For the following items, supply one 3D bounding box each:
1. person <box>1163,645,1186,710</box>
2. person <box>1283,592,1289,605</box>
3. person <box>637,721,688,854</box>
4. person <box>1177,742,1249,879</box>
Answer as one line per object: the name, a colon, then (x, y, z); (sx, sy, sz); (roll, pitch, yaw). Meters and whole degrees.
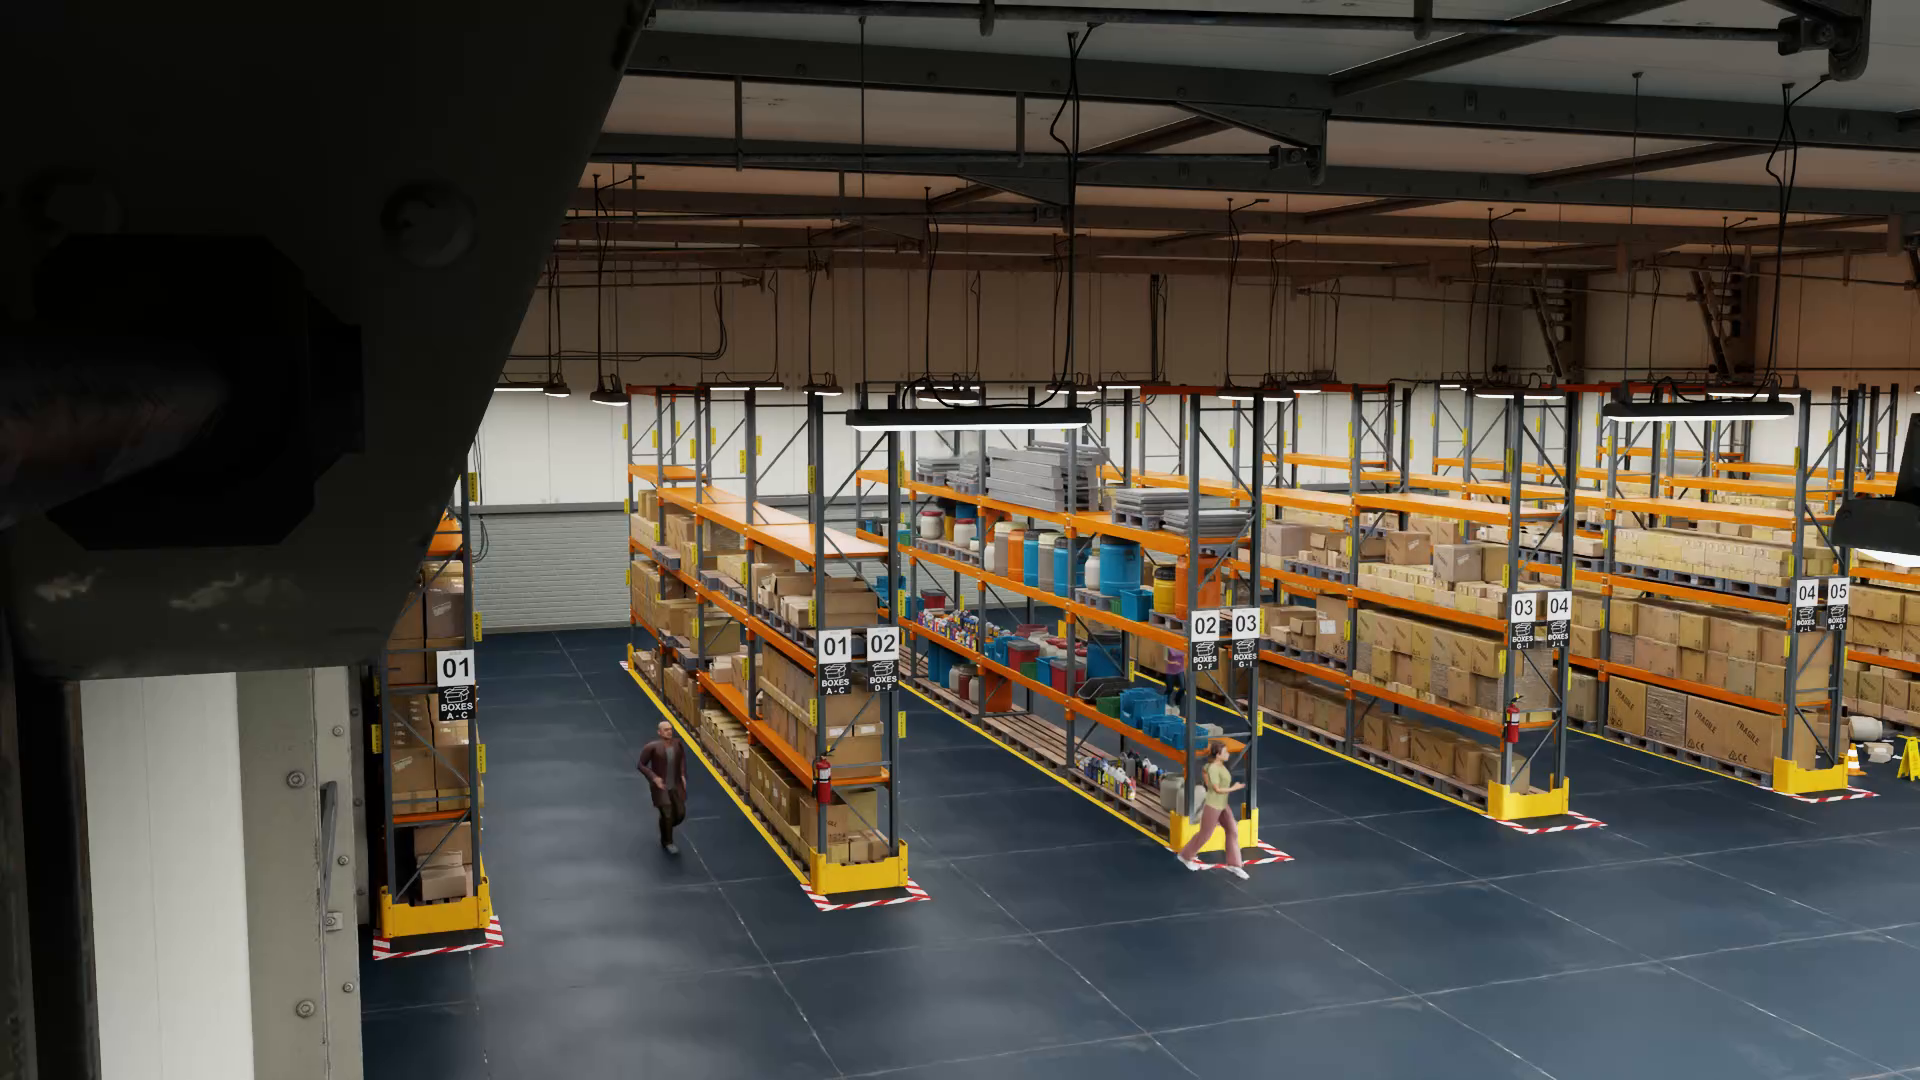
person: (3.925, 2.411, 30.223); (0.548, 1.560, 0.793); (-1, 6, -10)
person: (8.282, 1.121, 42.529); (0.609, 1.651, 0.545); (4, 7, 36)
person: (-3.876, 3.221, 21.768); (0.713, 1.740, 0.638); (-4, 7, -35)
person: (3.158, 3.344, 20.692); (0.909, 1.697, 0.554); (3, 6, 23)
